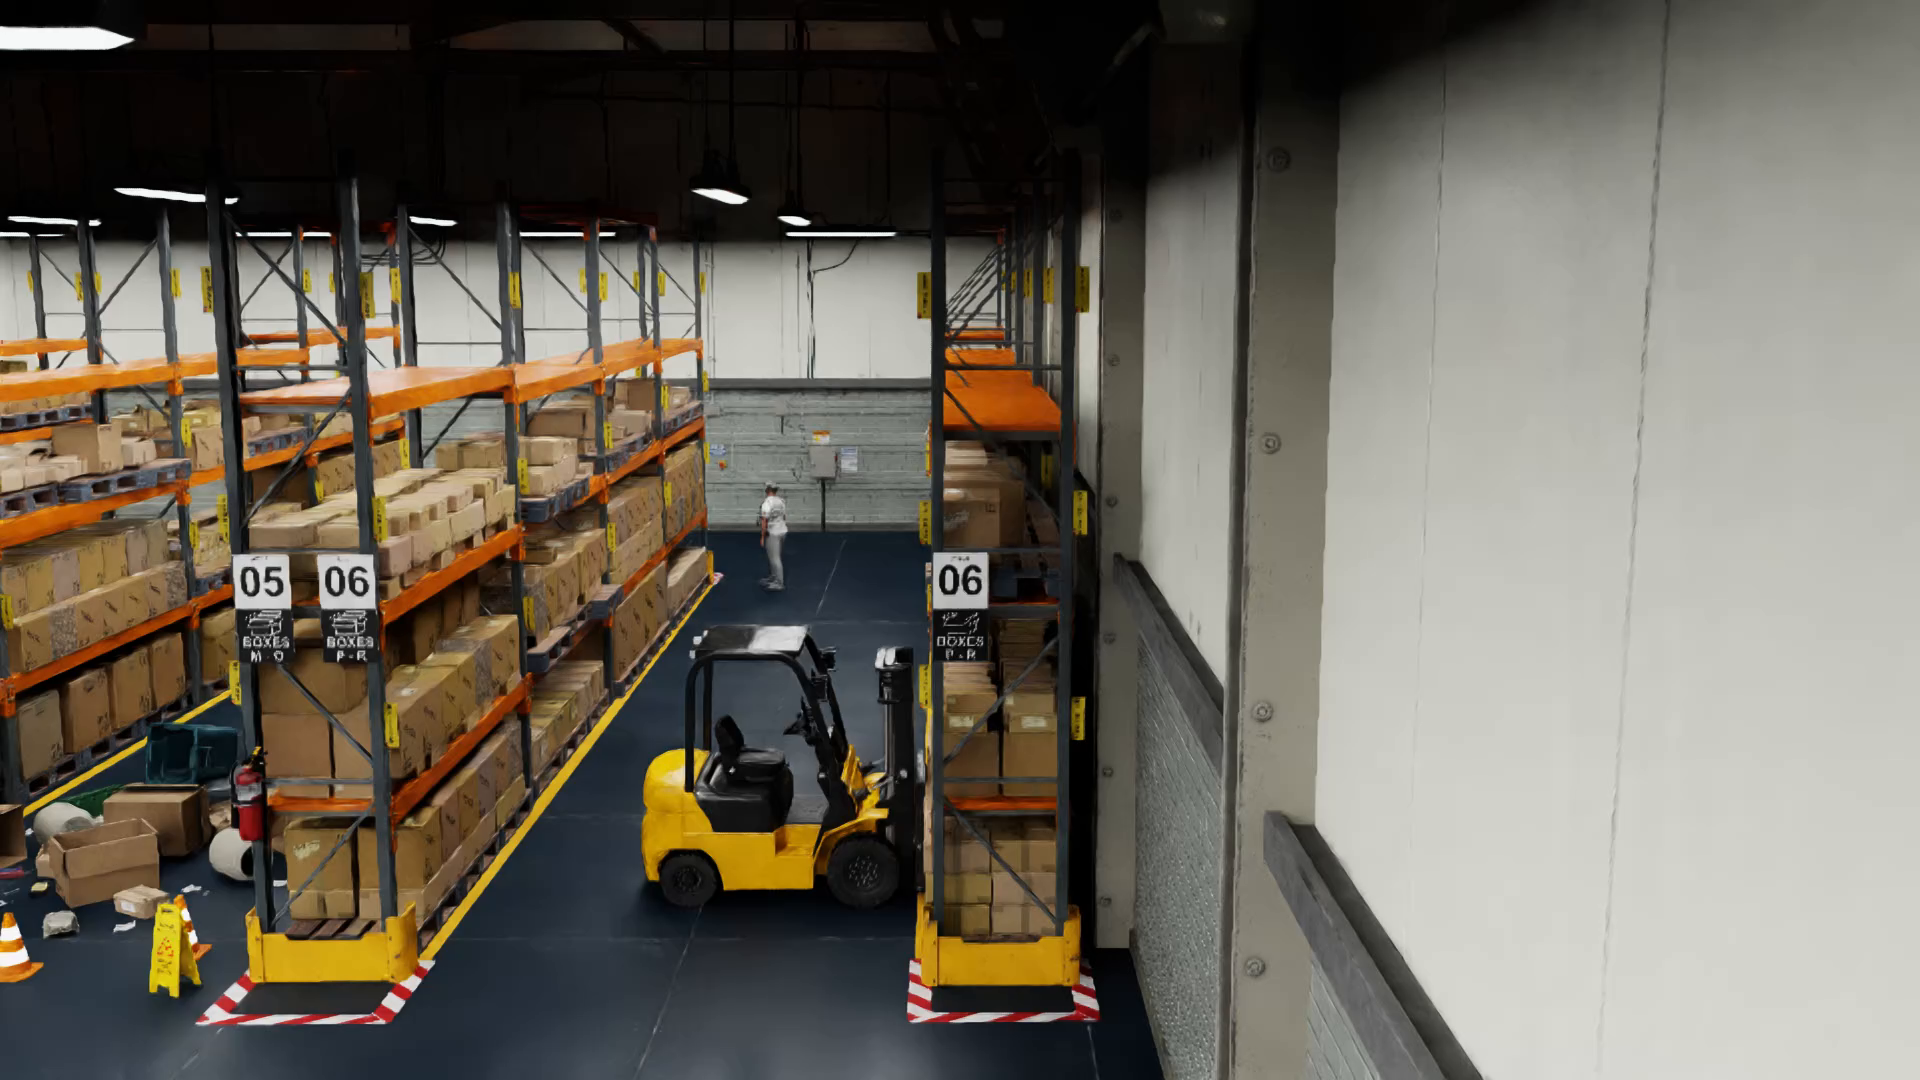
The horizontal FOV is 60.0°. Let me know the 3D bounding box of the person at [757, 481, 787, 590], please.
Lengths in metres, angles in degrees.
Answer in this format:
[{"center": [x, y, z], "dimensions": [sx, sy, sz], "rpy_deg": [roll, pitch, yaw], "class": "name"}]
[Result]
[{"center": [-3.115, -0.093, 27.446], "dimensions": [0.591, 1.744, 0.668], "rpy_deg": [4, 10, 22], "class": "person"}]
